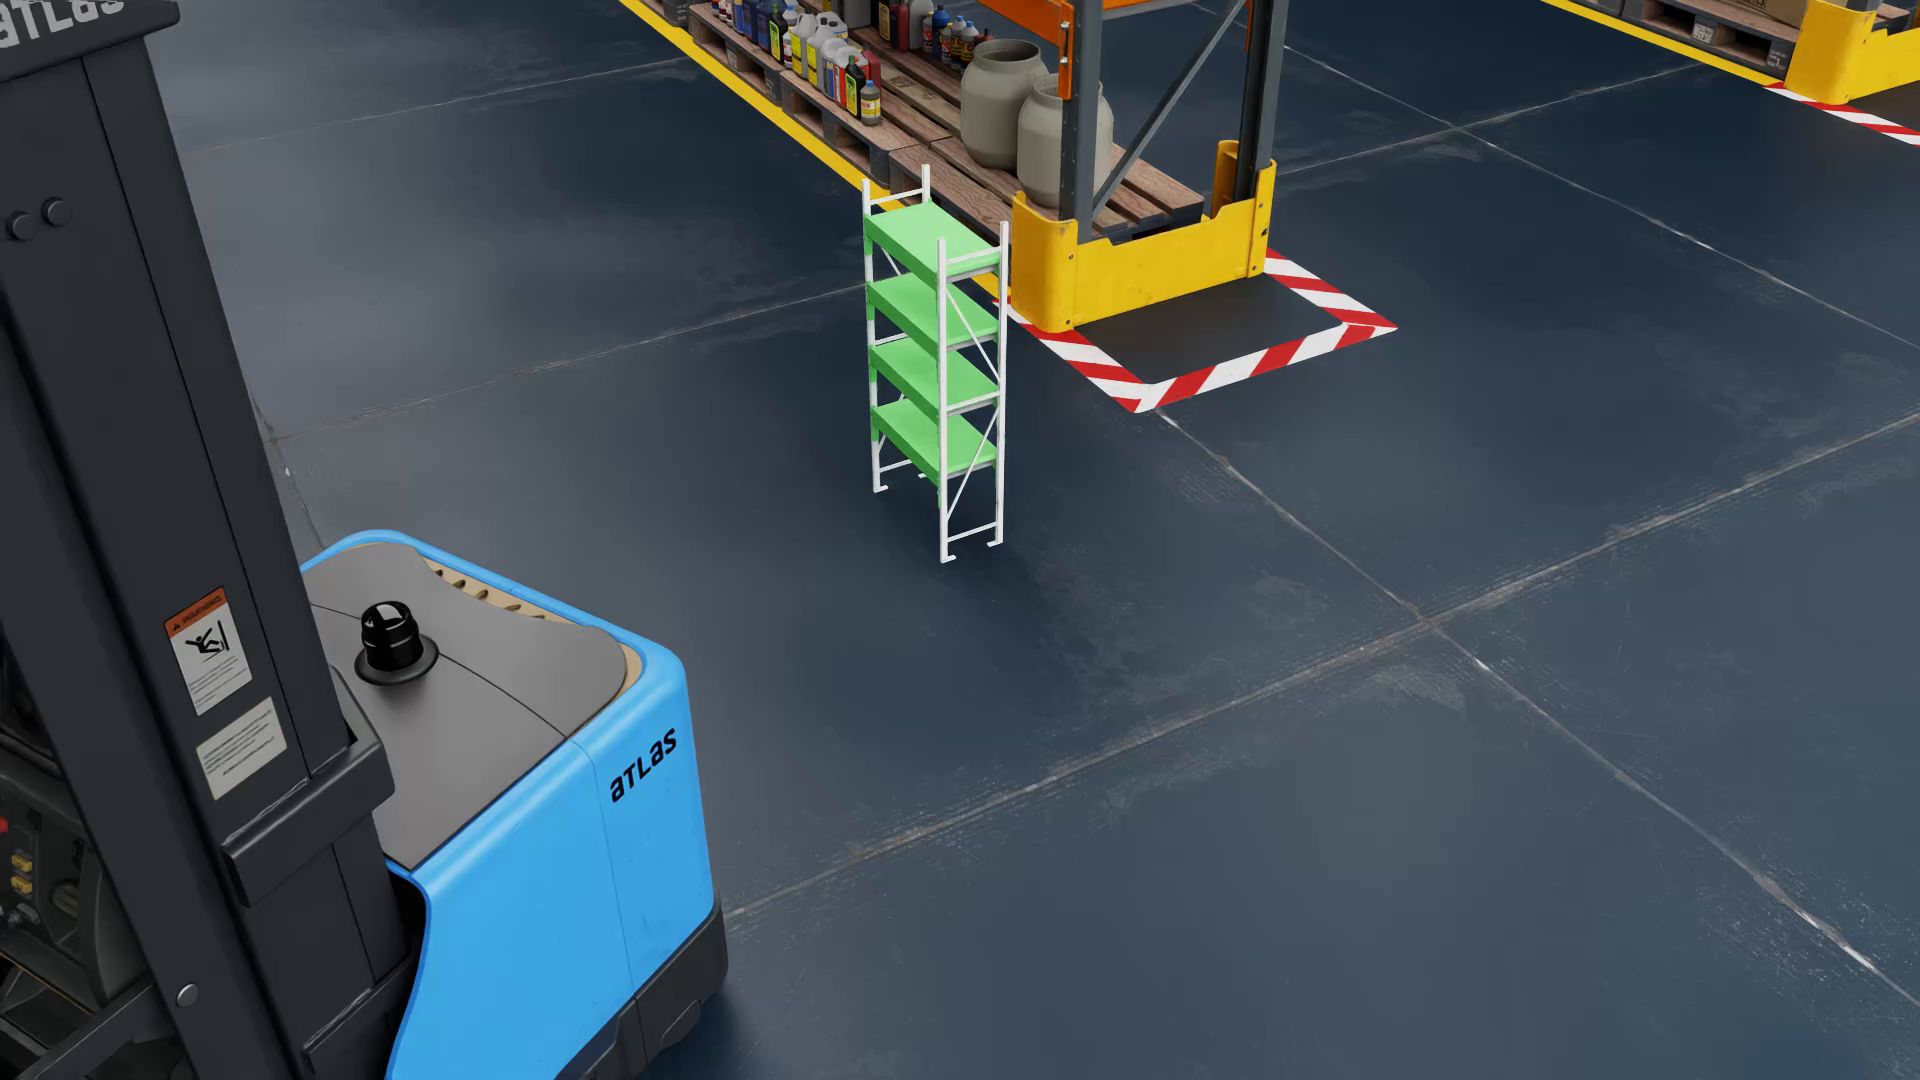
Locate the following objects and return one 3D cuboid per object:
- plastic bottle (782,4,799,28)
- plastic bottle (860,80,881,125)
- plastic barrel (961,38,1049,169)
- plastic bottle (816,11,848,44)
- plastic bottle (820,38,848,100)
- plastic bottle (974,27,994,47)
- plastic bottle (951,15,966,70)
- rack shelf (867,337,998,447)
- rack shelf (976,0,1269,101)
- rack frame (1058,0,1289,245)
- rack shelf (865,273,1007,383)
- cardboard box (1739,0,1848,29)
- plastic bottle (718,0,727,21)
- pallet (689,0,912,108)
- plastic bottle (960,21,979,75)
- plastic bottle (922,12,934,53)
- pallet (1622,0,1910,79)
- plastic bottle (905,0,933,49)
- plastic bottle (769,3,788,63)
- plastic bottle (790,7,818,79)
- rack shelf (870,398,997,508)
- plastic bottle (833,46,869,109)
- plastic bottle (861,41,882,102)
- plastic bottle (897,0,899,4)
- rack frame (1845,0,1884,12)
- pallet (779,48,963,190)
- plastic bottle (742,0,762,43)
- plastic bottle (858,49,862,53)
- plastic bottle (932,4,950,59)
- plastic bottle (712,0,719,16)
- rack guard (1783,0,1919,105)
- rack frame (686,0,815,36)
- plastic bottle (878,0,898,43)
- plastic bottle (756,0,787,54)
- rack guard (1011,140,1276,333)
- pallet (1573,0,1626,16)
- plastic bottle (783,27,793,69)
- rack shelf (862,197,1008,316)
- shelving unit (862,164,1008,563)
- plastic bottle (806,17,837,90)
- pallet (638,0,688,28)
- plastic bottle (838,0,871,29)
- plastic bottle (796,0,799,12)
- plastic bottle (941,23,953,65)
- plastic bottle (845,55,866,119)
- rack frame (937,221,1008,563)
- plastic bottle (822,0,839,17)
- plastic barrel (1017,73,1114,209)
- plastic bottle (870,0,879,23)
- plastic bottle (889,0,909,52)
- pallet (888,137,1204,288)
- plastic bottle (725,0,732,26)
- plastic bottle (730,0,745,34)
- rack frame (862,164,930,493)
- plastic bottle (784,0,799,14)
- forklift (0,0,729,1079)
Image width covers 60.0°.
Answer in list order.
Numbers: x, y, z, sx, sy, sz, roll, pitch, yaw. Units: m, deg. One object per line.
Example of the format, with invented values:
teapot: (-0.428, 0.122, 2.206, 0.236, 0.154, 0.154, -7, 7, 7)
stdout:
plastic bottle: (-0.899, -2.715, 8.865, 0.097, 0.271, 0.097, 0, 36, 0)
plastic bottle: (-0.438, -2.149, 8.148, 0.097, 0.201, 0.097, 0, 36, 0)
plastic barrel: (0.215, -2.028, 7.736, 0.421, 0.512, 0.421, 0, 36, 0)
plastic bottle: (-0.676, -2.621, 8.732, 0.152, 0.276, 0.135, -19, 40, -24)
plastic bottle: (-0.611, -2.386, 8.410, 0.152, 0.276, 0.135, -20, 41, -25)
plastic bottle: (0.124, -2.513, 8.577, 0.061, 0.283, 0.133, -18, 40, -23)
plastic bottle: (-0.001, -2.613, 8.725, 0.097, 0.271, 0.097, 0, 36, 0)
rack shelf: (-0.083, -0.517, 5.549, 0.258, 0.148, 0.480, -19, 40, -24)
rack shelf: (-0.142, -3.024, 7.957, 1.077, 0.370, 4.000, -19, 40, -24)
rack frame: (0.863, -2.294, 6.348, 1.000, 3.000, 0.127, -19, 40, -24)
rack shelf: (-0.083, -0.711, 5.408, 0.258, 0.148, 0.480, -19, 40, -24)
cardboard box: (4.846, -3.246, 9.414, 0.500, 0.500, 0.500, -12, 38, -16)
plastic bottle: (-1.314, -3.038, 9.365, 0.097, 0.201, 0.097, 0, 36, 0)
pallet: (-0.845, -2.853, 9.478, 1.003, 0.211, 1.213, -19, 40, -24)
plastic bottle: (0.050, -2.562, 8.655, 0.097, 0.271, 0.097, 0, 36, 0)
plastic bottle: (-0.154, -2.740, 8.958, 0.097, 0.201, 0.097, 0, 36, 0)
pallet: (4.730, -3.099, 9.815, 1.003, 0.211, 1.213, -19, 40, -24)
plastic bottle: (-0.237, -2.822, 9.007, 0.152, 0.276, 0.135, -18, 40, -23)
plastic bottle: (-0.958, -2.687, 8.816, 0.061, 0.283, 0.133, -17, 39, -22)
plastic bottle: (-0.791, -2.594, 8.632, 0.144, 0.351, 0.185, -19, 40, -24)
rack shelf: (-0.083, -0.324, 5.691, 0.258, 0.148, 0.480, -19, 40, -24)
plastic bottle: (-0.541, -2.315, 8.313, 0.152, 0.276, 0.135, -19, 40, -24)
plastic bottle: (-0.450, -2.350, 8.355, 0.061, 0.283, 0.133, -19, 40, -24)
plastic bottle: (-0.315, -2.937, 9.100, 0.144, 0.351, 0.185, -19, 40, -24)
rack frame: (5.146, -3.762, 8.358, 1.000, 3.000, 0.127, -19, 40, -24)
pallet: (-0.228, -2.230, 8.625, 1.003, 0.211, 1.213, -19, 40, -24)
plastic bottle: (-1.100, -2.907, 9.061, 0.144, 0.351, 0.185, -18, 40, -23)
plastic bottle: (-0.513, -2.402, 8.496, 0.097, 0.201, 0.097, 0, 36, 0)
plastic bottle: (-0.102, -2.716, 8.866, 0.097, 0.271, 0.097, 0, 36, 0)
plastic bottle: (-1.365, -3.118, 9.416, 0.097, 0.271, 0.097, 0, 36, 0)
rack guard: (5.108, -2.791, 9.148, 1.175, 0.500, 0.348, -19, 40, -24)
rack frame: (-1.146, -4.334, 9.141, 1.000, 3.000, 0.127, -19, 40, -24)
plastic bottle: (-0.391, -2.866, 9.061, 0.061, 0.283, 0.133, -19, 40, -24)
plastic bottle: (-1.005, -2.811, 8.929, 0.144, 0.351, 0.185, -21, 41, -26)
rack guard: (0.784, -1.310, 7.119, 1.175, 0.500, 0.348, -19, 40, -24)
pallet: (4.121, -3.721, 10.665, 1.003, 0.211, 1.213, -19, 40, -24)
plastic bottle: (-0.883, -2.600, 8.766, 0.097, 0.201, 0.097, 0, 36, 0)
rack shelf: (-0.083, -0.905, 5.266, 0.258, 0.148, 0.480, -19, 40, -24)
shelving unit: (-0.083, -0.569, 5.512, 0.258, 1.200, 0.503, -19, 40, -24)
plastic bottle: (-0.698, -2.500, 8.502, 0.144, 0.351, 0.185, -17, 40, -22)
pallet: (-1.574, -3.597, 10.496, 1.003, 0.211, 1.213, -19, 40, -24)
plastic bottle: (-0.593, -3.014, 9.270, 0.152, 0.276, 0.135, -19, 40, -24)
plastic bottle: (-0.975, -2.950, 9.119, 0.144, 0.351, 0.185, -19, 40, -24)
plastic bottle: (-0.050, -2.635, 8.814, 0.097, 0.201, 0.097, 0, 36, 0)
plastic bottle: (-0.513, -2.236, 8.198, 0.061, 0.283, 0.133, -18, 40, -23)
rack frame: (0.039, -0.445, 5.341, 0.240, 1.200, 0.015, -19, 40, -24)
plastic bottle: (-0.698, -3.156, 9.401, 0.144, 0.351, 0.185, -19, 40, -24)
plastic barrel: (0.467, -1.772, 7.386, 0.421, 0.512, 0.421, 0, 36, 0)
plastic bottle: (-0.477, -3.101, 9.326, 0.144, 0.351, 0.185, -21, 41, -26)
plastic bottle: (-0.328, -2.793, 8.961, 0.061, 0.283, 0.133, -19, 40, -24)
pallet: (0.381, -1.609, 7.774, 1.003, 0.211, 1.213, -19, 40, -24)
plastic bottle: (-1.263, -2.986, 9.294, 0.097, 0.201, 0.097, 0, 36, 0)
plastic bottle: (-1.179, -2.963, 9.200, 0.152, 0.276, 0.135, -17, 40, -22)
rack frame: (-0.206, -0.693, 5.682, 0.240, 1.200, 0.015, -19, 40, -24)
plastic bottle: (-0.922, -2.837, 9.032, 0.097, 0.271, 0.097, 0, 36, 0)
forklift: (-1.780, 0.523, 2.549, 1.130, 2.935, 3.031, 20, 41, 25)
